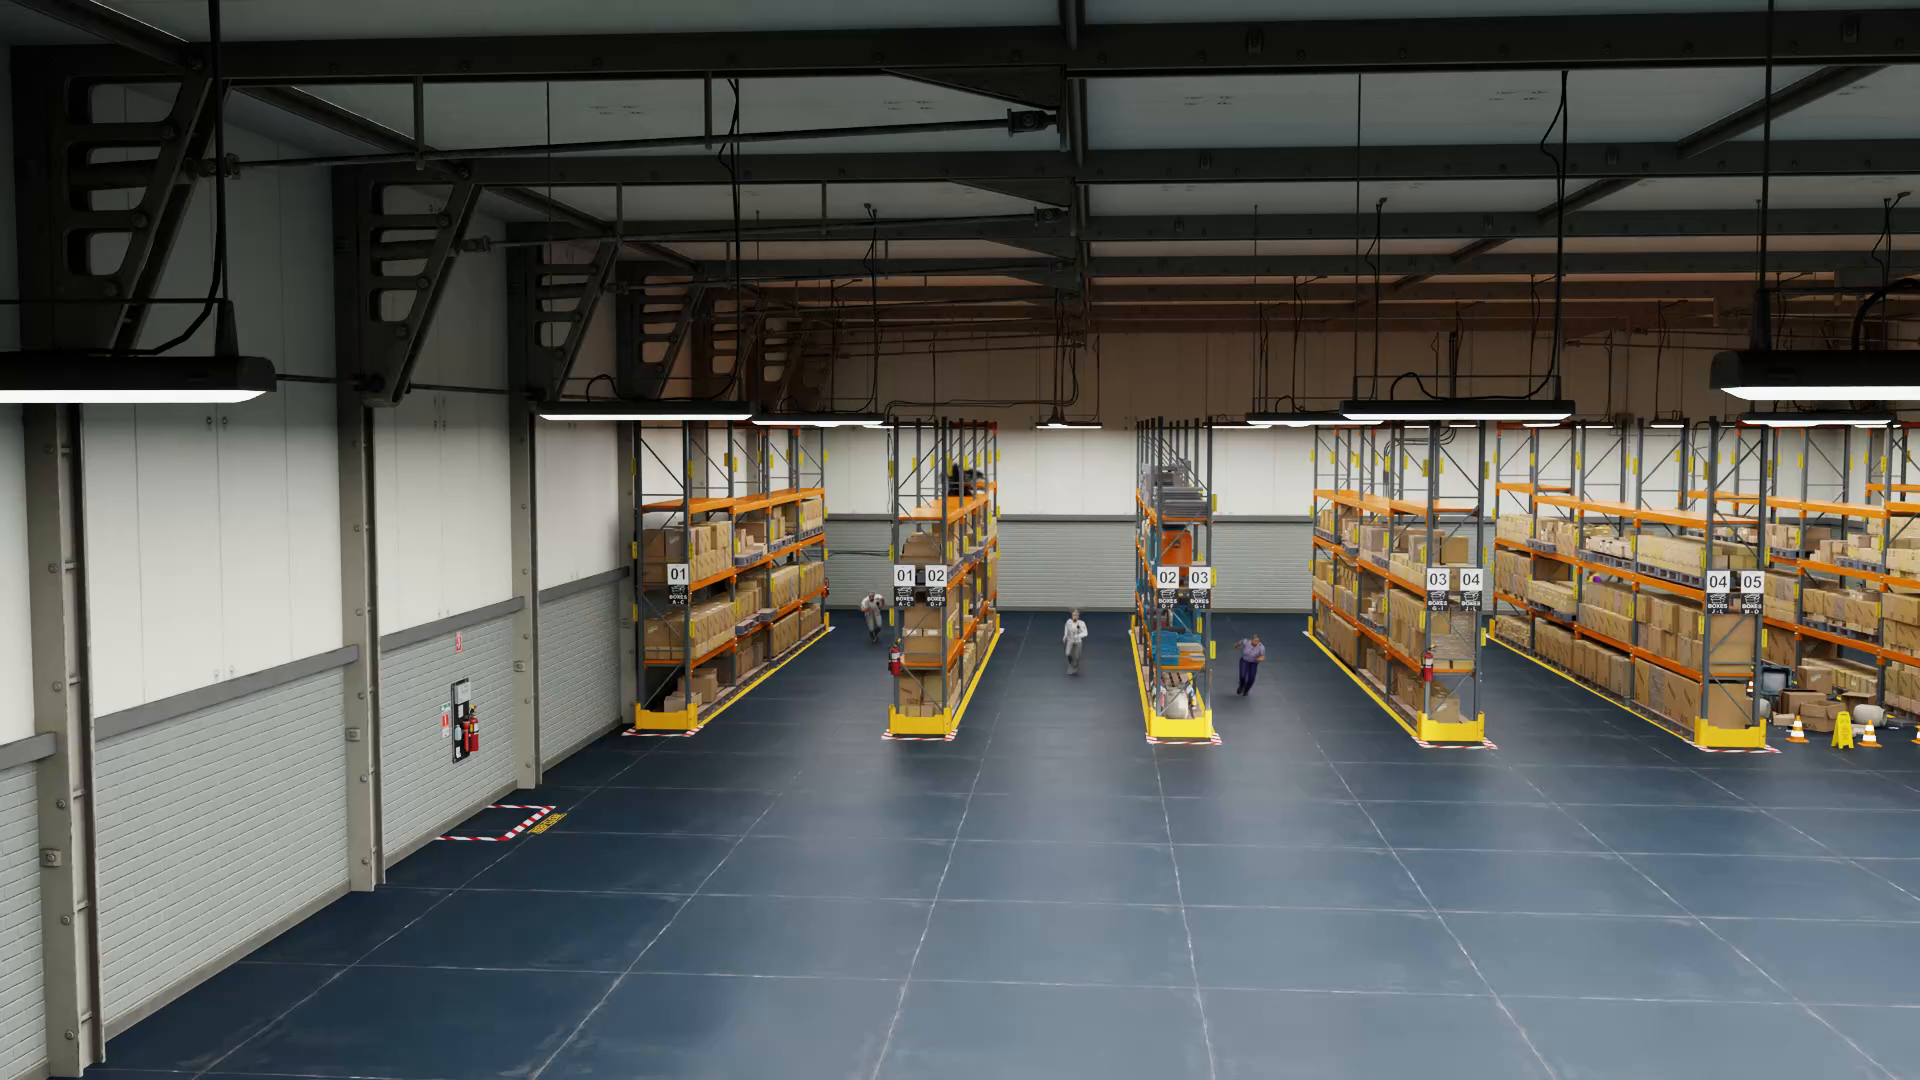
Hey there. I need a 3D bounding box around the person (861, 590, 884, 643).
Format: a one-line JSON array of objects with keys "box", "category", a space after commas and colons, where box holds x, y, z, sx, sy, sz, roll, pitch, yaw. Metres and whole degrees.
[{"box": [-2.341, 2.064, 44.822, 0.682, 1.474, 1.023, -1, 4, -10], "category": "person"}]

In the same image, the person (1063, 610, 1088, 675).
[{"box": [2.705, 2.382, 38.962, 0.610, 1.553, 0.937, 1, 4, 10], "category": "person"}]

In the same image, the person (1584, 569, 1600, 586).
[{"box": [18.738, 1.632, 49.248, 0.759, 1.827, 0.681, -1, 4, -15], "category": "person"}]

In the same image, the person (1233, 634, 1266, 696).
[{"box": [6.223, 2.685, 35.655, 0.621, 1.404, 0.950, 0, 4, 2], "category": "person"}]
